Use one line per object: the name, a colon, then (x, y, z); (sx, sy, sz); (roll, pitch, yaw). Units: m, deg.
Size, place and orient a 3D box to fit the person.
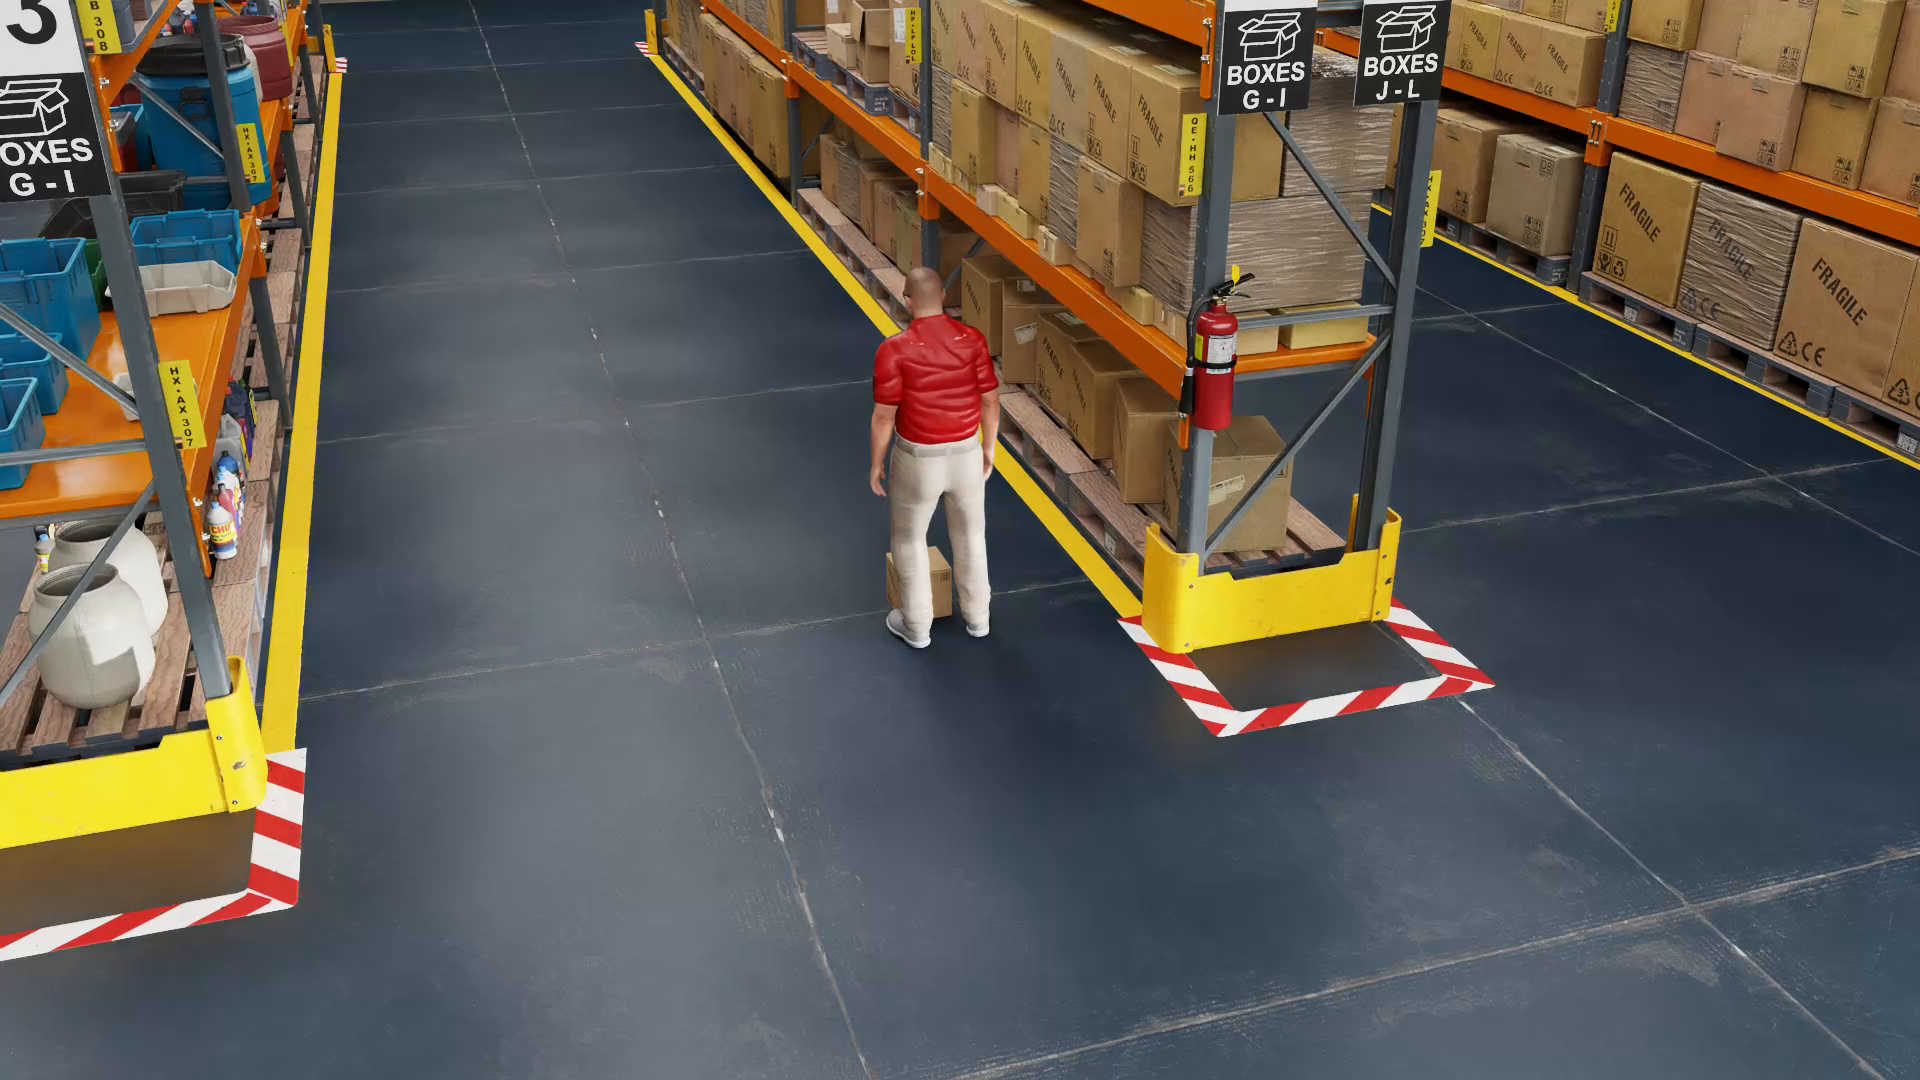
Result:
person: (-0.112, -0.348, 7.338); (0.593, 1.726, 0.387); (-9, 27, -17)
